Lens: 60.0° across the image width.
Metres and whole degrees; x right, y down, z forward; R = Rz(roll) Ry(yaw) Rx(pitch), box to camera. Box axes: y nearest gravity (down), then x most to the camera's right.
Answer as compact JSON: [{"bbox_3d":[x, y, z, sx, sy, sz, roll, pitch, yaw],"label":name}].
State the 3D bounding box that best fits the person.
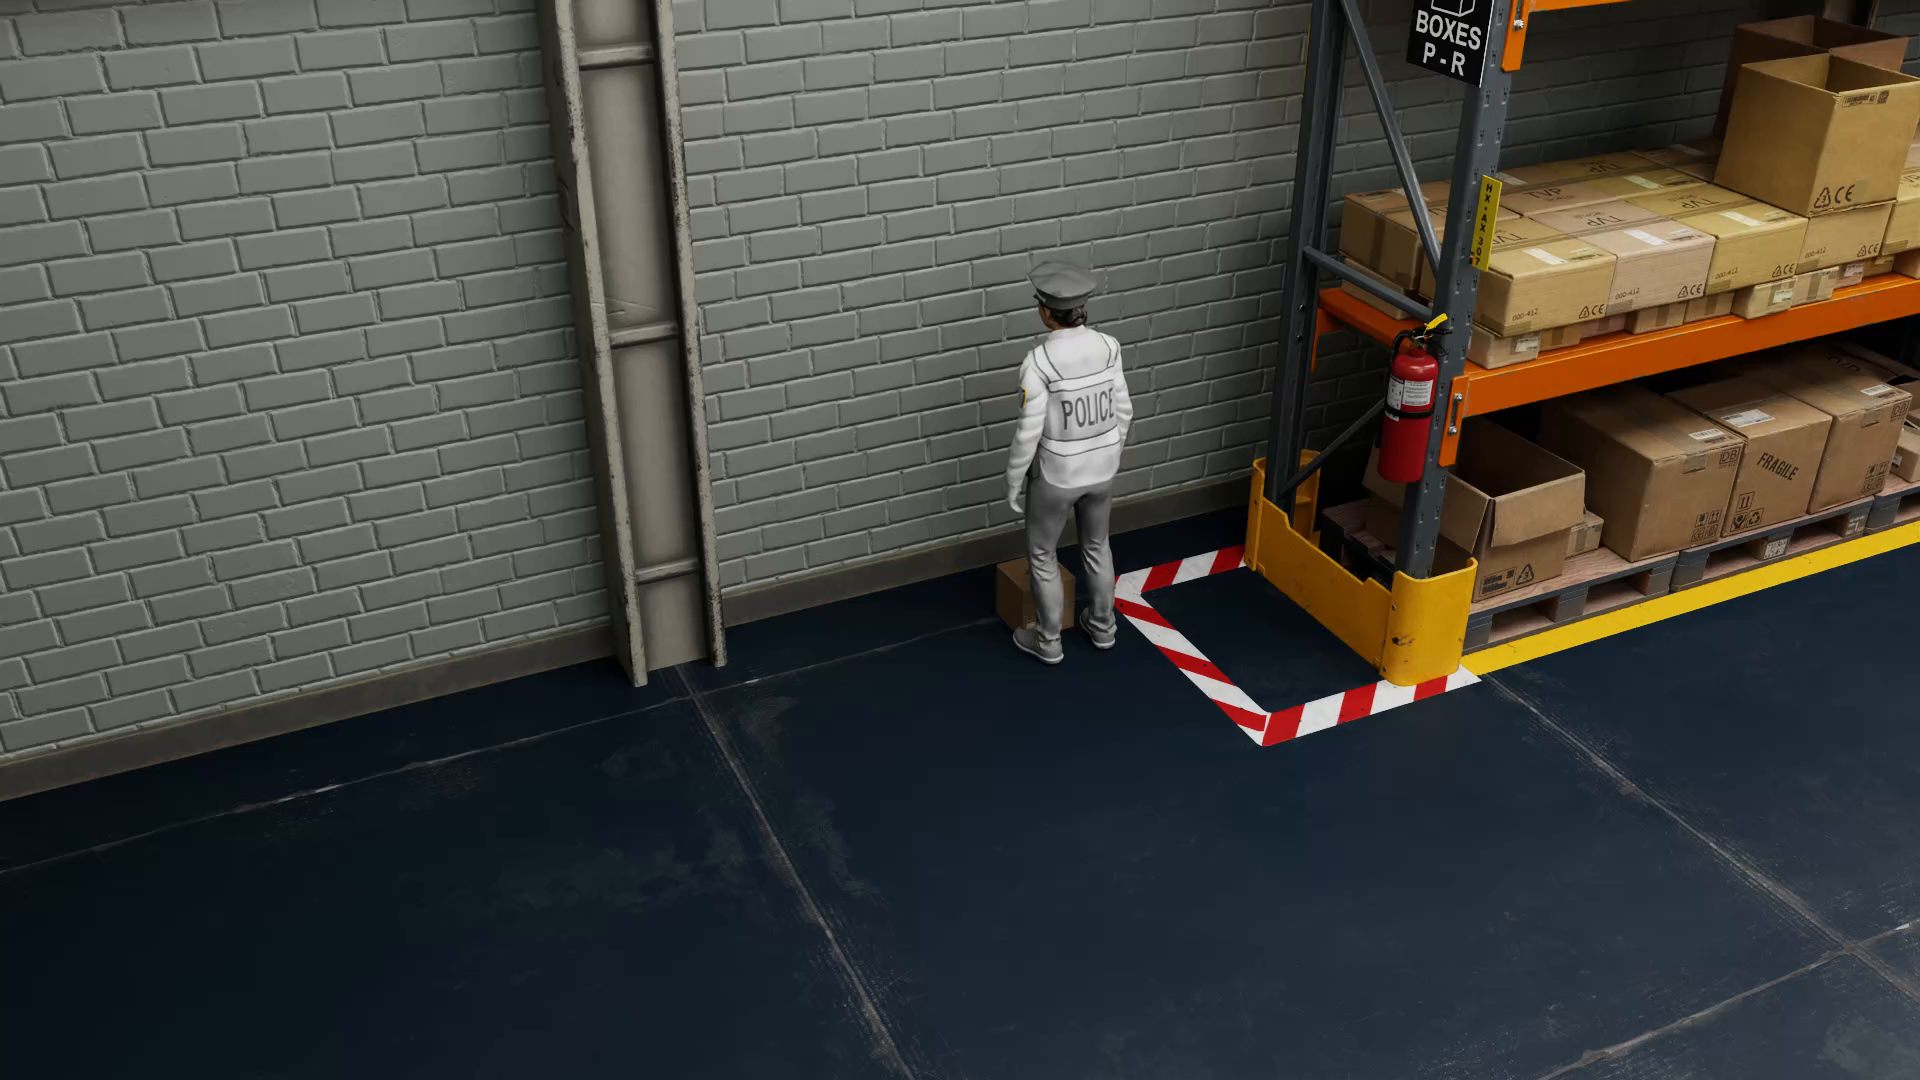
[{"bbox_3d":[0.427,-0.269,6.597,0.547,1.664,0.370,-15,33,-25],"label":"person"}]
